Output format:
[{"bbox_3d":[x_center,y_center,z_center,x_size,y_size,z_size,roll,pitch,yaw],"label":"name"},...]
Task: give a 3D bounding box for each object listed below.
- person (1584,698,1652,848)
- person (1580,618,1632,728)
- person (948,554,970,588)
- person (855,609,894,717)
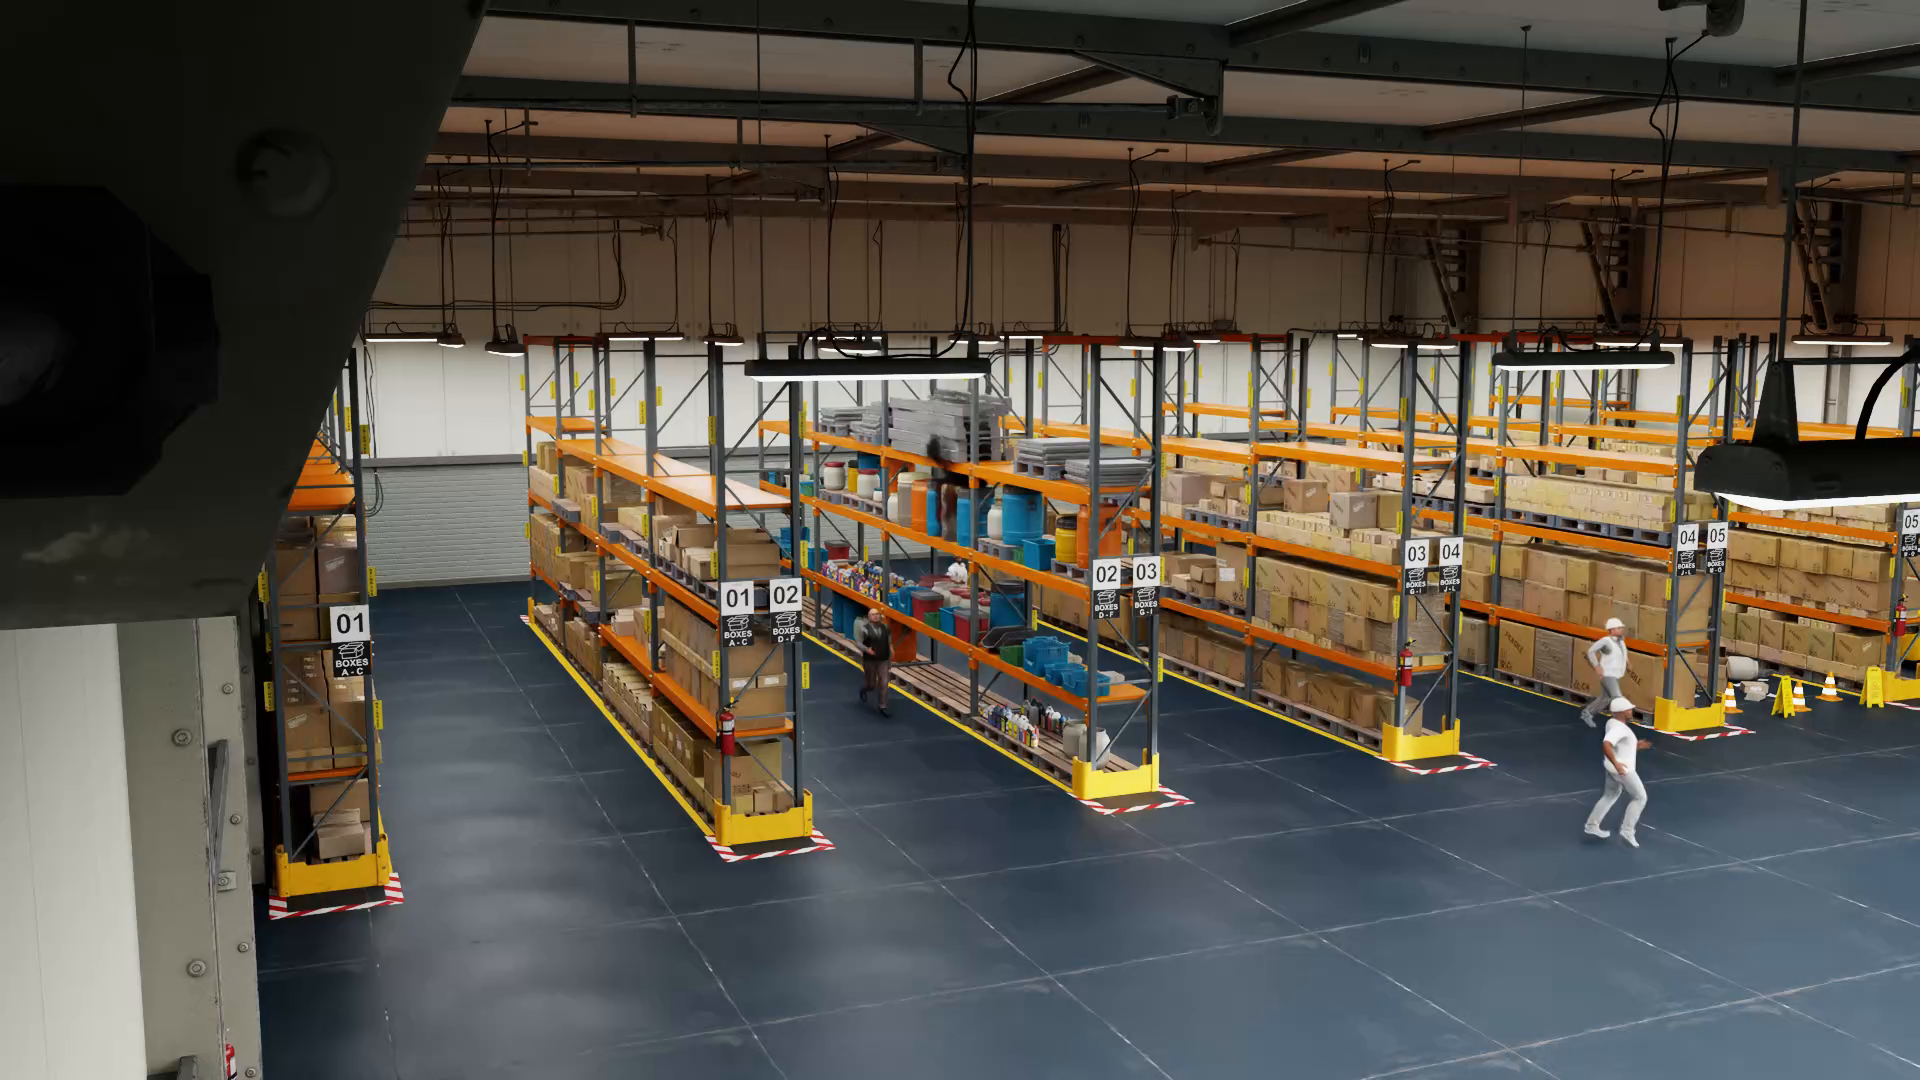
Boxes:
[{"bbox_3d":[7.970,2.805,20.065,0.751,1.820,0.669,0,8,4],"label":"person"},{"bbox_3d":[9.935,2.086,25.413,0.663,1.810,0.878,-7,10,-42],"label":"person"},{"bbox_3d":[-0.022,1.038,33.415,0.579,1.698,0.924,-5,9,-36],"label":"person"},{"bbox_3d":[-1.341,1.941,26.734,0.676,1.689,0.971,-3,8,-24],"label":"person"}]
